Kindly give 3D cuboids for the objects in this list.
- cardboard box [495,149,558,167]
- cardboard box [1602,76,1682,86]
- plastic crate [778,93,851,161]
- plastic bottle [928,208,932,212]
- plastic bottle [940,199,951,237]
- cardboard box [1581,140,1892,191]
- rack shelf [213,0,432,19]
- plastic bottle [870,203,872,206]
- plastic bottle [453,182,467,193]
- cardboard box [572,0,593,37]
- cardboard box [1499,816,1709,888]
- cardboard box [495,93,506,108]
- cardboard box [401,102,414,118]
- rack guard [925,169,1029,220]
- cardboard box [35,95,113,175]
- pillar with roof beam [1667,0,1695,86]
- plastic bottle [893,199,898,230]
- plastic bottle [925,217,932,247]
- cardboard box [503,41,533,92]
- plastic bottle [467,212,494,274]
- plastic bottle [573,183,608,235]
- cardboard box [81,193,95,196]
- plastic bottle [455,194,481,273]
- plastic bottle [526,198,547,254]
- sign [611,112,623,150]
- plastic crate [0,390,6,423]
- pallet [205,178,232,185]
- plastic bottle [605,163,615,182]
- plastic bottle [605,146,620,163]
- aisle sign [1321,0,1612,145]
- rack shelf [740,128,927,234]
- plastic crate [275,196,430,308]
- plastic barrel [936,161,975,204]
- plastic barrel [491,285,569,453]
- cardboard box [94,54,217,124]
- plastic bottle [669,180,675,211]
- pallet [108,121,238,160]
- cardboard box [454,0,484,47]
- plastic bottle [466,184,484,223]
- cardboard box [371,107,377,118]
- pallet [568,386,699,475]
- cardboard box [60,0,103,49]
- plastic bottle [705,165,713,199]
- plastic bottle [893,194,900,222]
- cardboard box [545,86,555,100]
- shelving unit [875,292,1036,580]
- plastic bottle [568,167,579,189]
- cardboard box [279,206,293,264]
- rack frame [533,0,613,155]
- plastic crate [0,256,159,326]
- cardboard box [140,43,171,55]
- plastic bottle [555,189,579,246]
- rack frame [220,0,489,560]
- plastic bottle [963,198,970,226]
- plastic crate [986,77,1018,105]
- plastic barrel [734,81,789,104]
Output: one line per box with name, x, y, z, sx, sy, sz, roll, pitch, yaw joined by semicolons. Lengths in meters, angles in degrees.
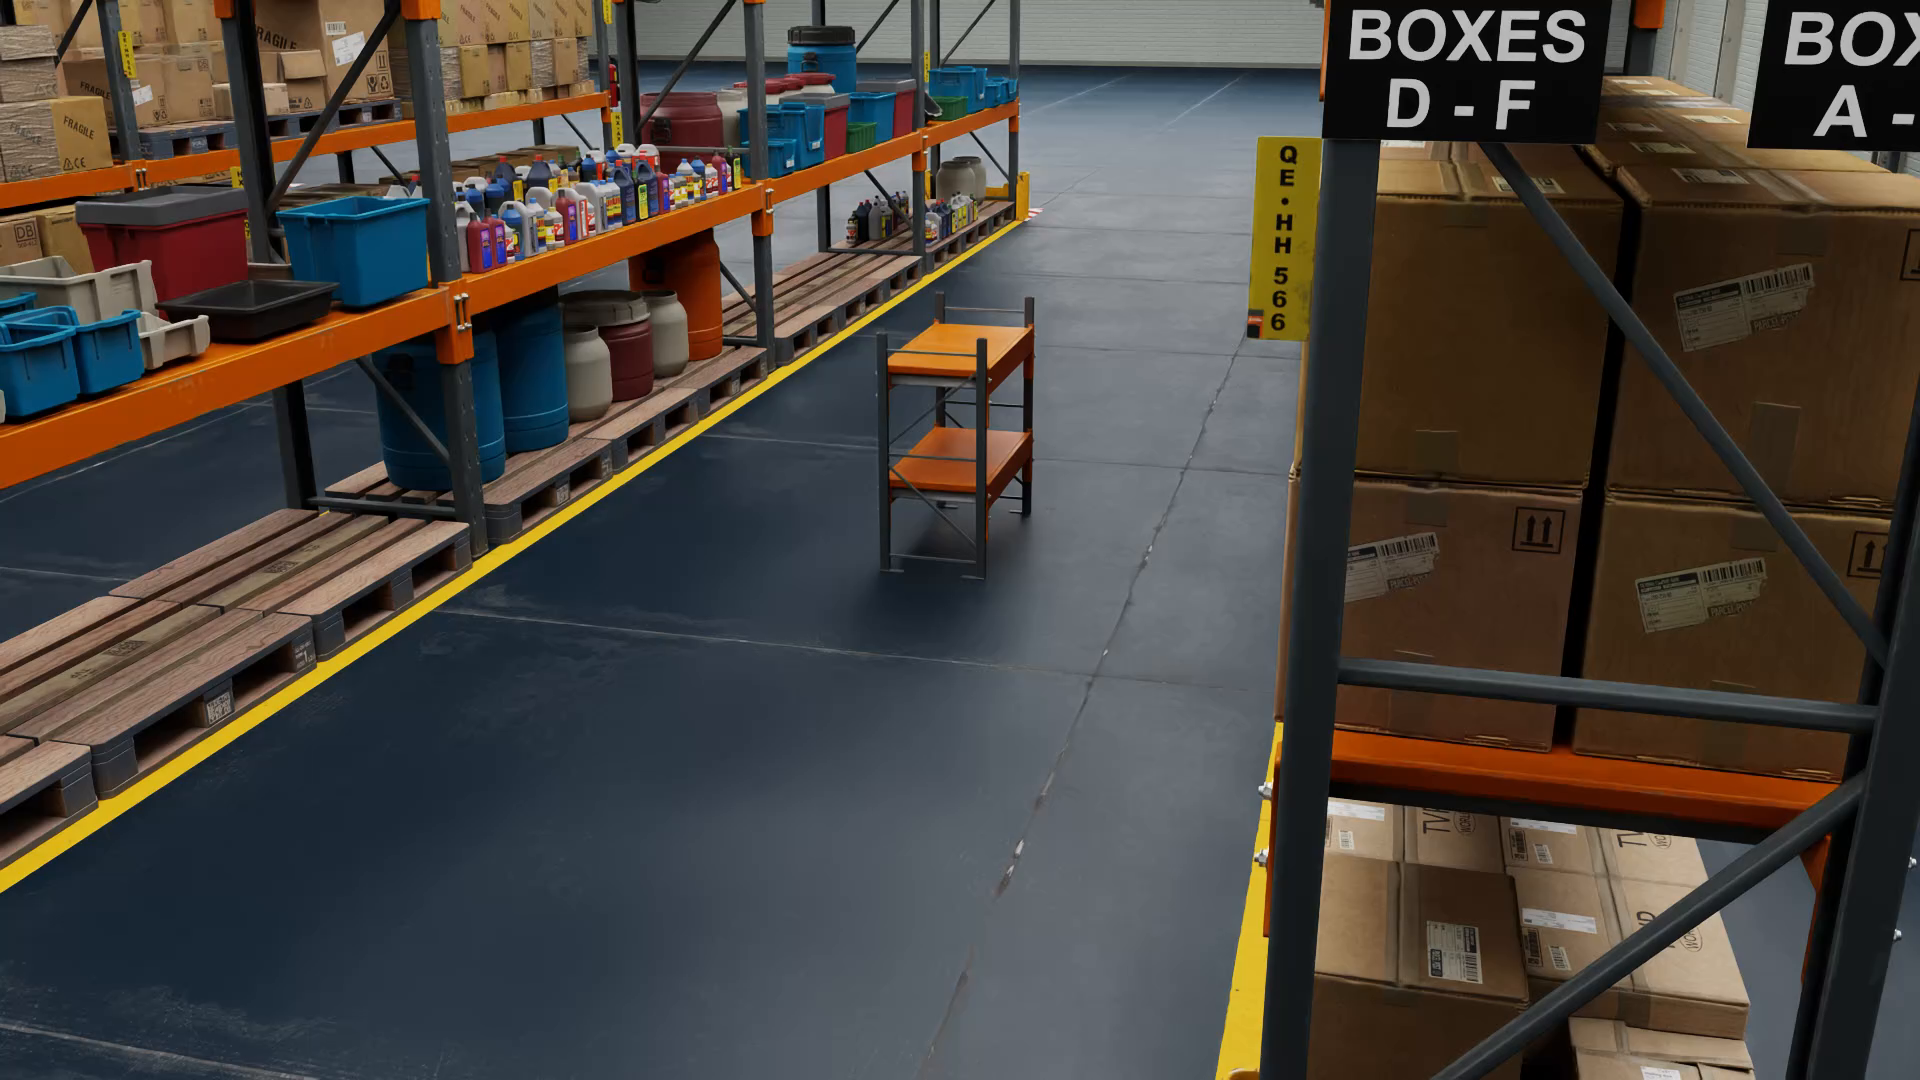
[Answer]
cardboard box;-4.922;-4.166;18.960;0.500;0.500;0.500;10;21;28
cardboard box;2.160;-1.331;5.742;0.500;0.500;0.500;5;19;14
plastic crate;-1.101;-3.148;12.665;0.402;0.464;0.583;5;19;13
plastic bottle;-0.297;-3.082;16.109;0.097;0.271;0.097;0;19;0
plastic bottle;-0.169;-3.123;16.109;0.144;0.351;0.185;4;19;11
cardboard box;1.540;-0.539;3.423;0.500;0.500;0.500;5;19;14
rack shelf;-3.258;-1.834;5.389;1.077;0.370;4.000;5;19;13
plastic bottle;-0.891;-3.151;16.295;0.061;0.283;0.133;6;20;17
plastic bottle;-2.742;-1.787;8.971;0.152;0.276;0.135;5;19;13
cardboard box;-4.535;-6.004;18.962;0.500;0.500;0.500;5;19;13
cardboard box;1.707;0.896;4.498;0.500;0.250;0.500;5;19;13
cardboard box;-4.992;-4.599;17.400;0.380;0.149;0.250;5;19;13
cardboard box;-5.274;-4.205;16.247;0.380;0.149;0.250;5;19;13
rack guard;0.189;-3.933;18.928;1.175;0.500;0.348;5;19;13
cardboard box;-6.476;-2.900;11.882;0.500;0.500;0.500;5;20;15
pillar with roof beam;12.126;-14.774;37.520;9.100;9.000;0.400;5;19;13
plastic bottle;-0.665;-3.240;16.556;0.061;0.283;0.133;5;19;13
plastic bottle;-0.312;-2.872;15.495;0.097;0.271;0.097;0;19;0
cardboard box;-5.105;-5.077;17.795;0.875;0.500;0.500;5;19;13
plastic bottle;-2.267;-1.408;7.849;0.061;0.283;0.133;5;19;13
plastic bottle;-2.004;-1.801;9.012;0.152;0.276;0.135;5;19;13
cardboard box;-10.181;-4.089;18.155;0.875;0.875;0.875;5;19;14
plastic bottle;-2.360;-1.456;7.886;0.144;0.351;0.185;5;19;13
plastic bottle;-2.143;-1.585;8.386;0.097;0.271;0.097;0;19;0
sign;-2.328;-2.754;11.358;0.100;0.325;0.005;5;19;13
plastic crate;-3.043;-0.390;5.003;0.250;0.136;0.298;5;19;13
pallet;-9.545;-4.381;20.688;1.003;0.211;1.213;5;19;13
plastic bottle;-2.199;-2.282;10.537;0.097;0.201;0.097;0;19;0
plastic bottle;-2.267;-2.430;10.862;0.097;0.271;0.097;0;19;0
aisle sign;0.741;-0.969;2.361;0.394;0.787;0.004;5;19;13
rack shelf;-1.304;-2.922;13.215;1.077;0.370;4.000;5;19;13
plastic crate;-2.553;-1.229;7.078;0.392;0.384;0.575;5;19;13
plastic barrel;-0.047;-3.795;17.857;0.421;0.512;0.421;0;19;0
plastic barrel;-2.447;-0.979;9.009;0.600;0.901;0.708;5;19;13
cardboard box;-6.463;-3.628;13.365;0.700;0.500;0.500;8;20;21
plastic bottle;-1.746;-2.060;9.887;0.097;0.201;0.097;0;19;0
pallet;-6.525;-3.168;13.118;1.213;0.211;1.003;5;19;13
cardboard box;-5.141;-5.220;16.666;0.500;0.500;0.500;5;19;13
plastic bottle;-2.616;-1.781;8.960;0.097;0.271;0.097;0;19;0
cardboard box;-5.851;-4.252;16.385;0.380;0.149;0.250;5;19;13
pallet;-2.245;-0.684;9.865;1.003;0.211;1.213;5;19;13
cardboard box;-9.993;-5.739;18.446;0.875;0.550;0.550;5;19;13
plastic bottle;-1.604;-2.244;10.423;0.097;0.201;0.097;0;19;0
plastic bottle;-0.667;-3.409;17.068;0.097;0.271;0.097;0;19;0
cardboard box;-4.760;-4.997;18.565;0.380;0.149;0.250;5;19;13
shelving unit;-0.002;-0.530;8.000;0.538;1.125;1.048;5;19;13
plastic bottle;-2.412;-2.210;10.326;0.097;0.201;0.097;0;19;0
cardboard box;-6.196;-2.617;14.395;0.700;0.500;0.500;6;20;18
rack frame;-4.641;-5.534;19.750;1.000;3.000;0.127;5;19;13
plastic crate;-3.322;-0.890;6.243;0.437;0.282;0.530;5;19;13
cardboard box;-9.844;-5.569;19.619;0.875;0.550;0.550;5;19;13
plastic bottle;-2.050;-1.686;8.664;0.061;0.283;0.133;5;19;13
rack frame;-2.770;-1.382;7.593;1.000;3.000;0.127;5;19;13
plastic bottle;0.016;-3.332;16.835;0.152;0.276;0.135;4;19;12
plastic crate;0.330;-4.892;18.100;0.499;0.251;0.616;5;19;13
plastic barrel;-1.547;-3.306;13.014;0.433;0.535;0.433;0;19;0
